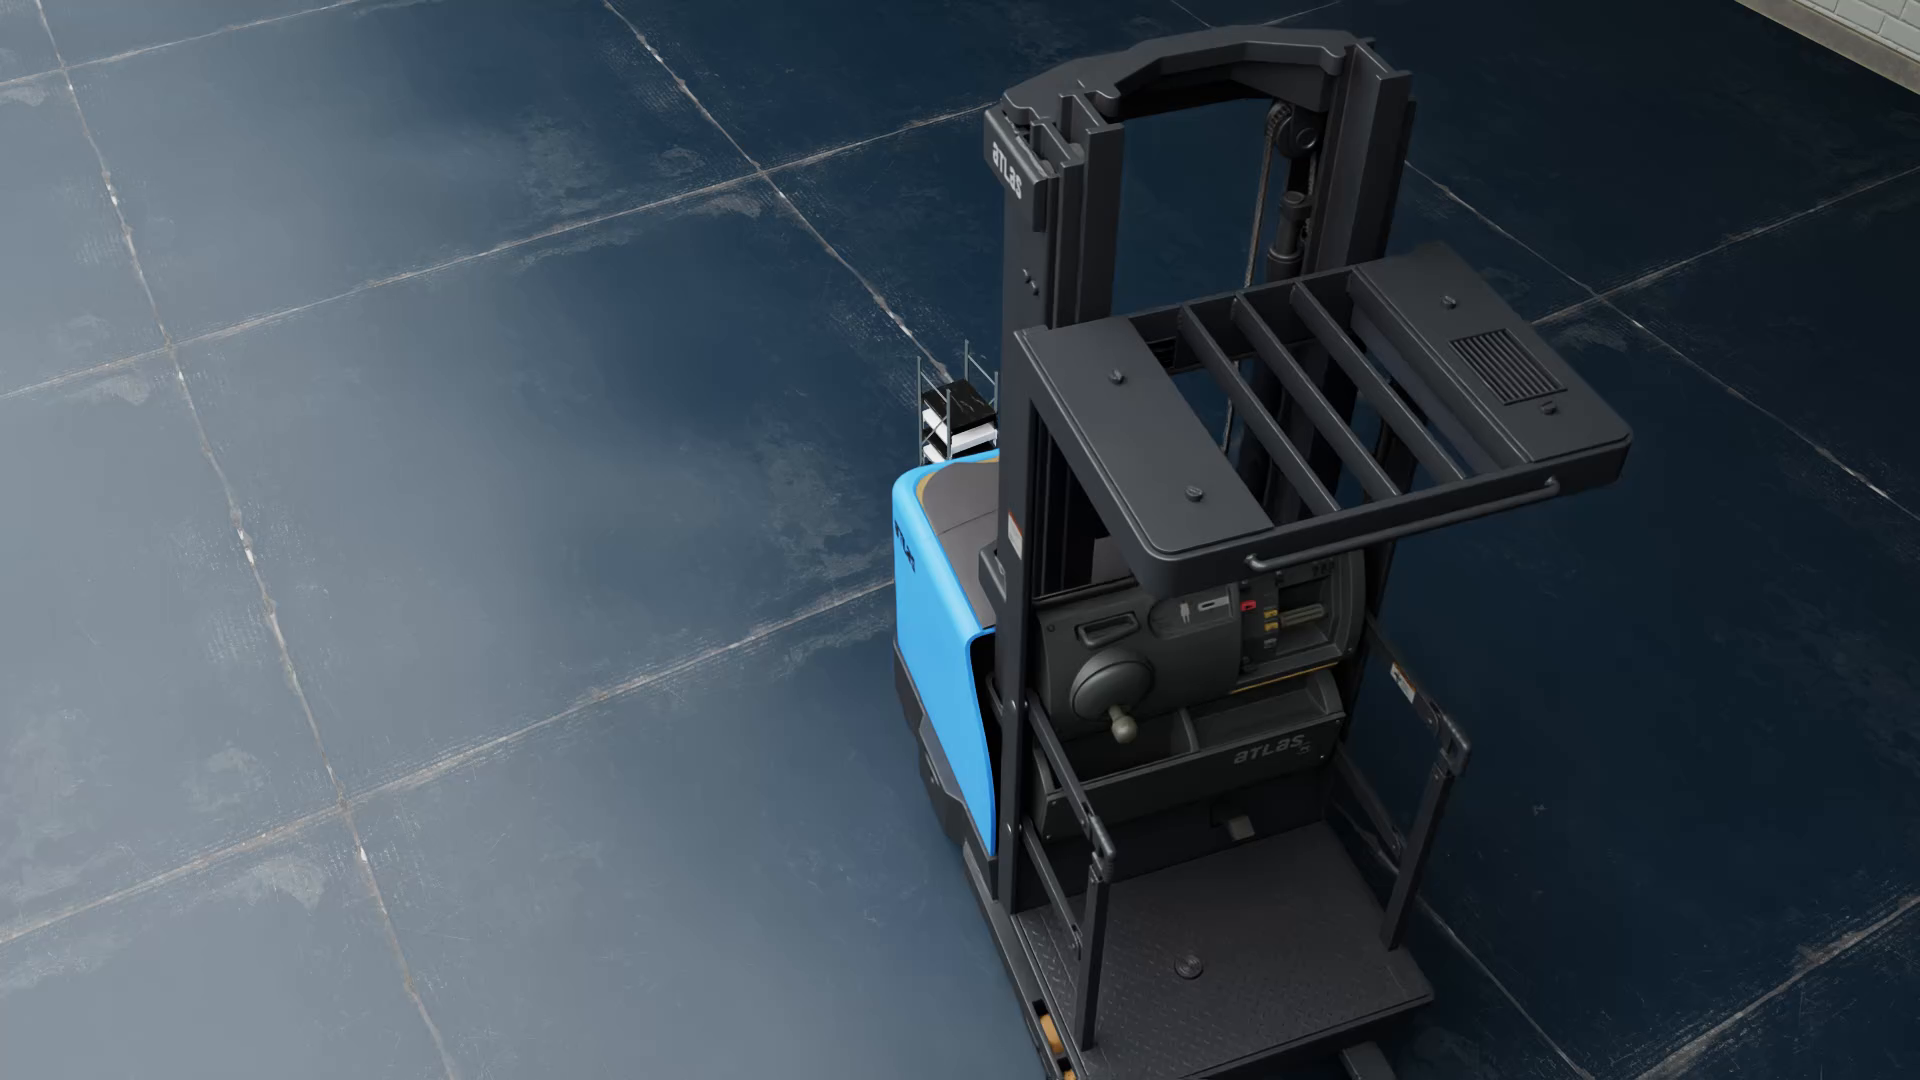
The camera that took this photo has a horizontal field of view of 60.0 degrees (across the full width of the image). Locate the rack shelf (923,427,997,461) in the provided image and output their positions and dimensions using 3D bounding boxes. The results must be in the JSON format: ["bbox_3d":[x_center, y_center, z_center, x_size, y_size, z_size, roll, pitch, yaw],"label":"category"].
[{"bbox_3d":[-0.007,-0.361,6.394,0.200,0.077,0.258,-22,48,-21],"label":"rack shelf"}]

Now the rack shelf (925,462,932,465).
[{"bbox_3d":[-0.007,-0.232,6.520,0.200,0.077,0.258,-22,48,-21],"label":"rack shelf"}]

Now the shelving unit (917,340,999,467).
[{"bbox_3d":[-0.007,-0.320,6.434,0.210,0.900,0.258,-22,48,-21],"label":"shelving unit"}]

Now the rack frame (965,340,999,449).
[{"bbox_3d":[0.081,-0.355,6.470,0.006,0.900,0.240,-22,48,-21],"label":"rack frame"}]

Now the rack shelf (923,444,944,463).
[{"bbox_3d":[-0.007,-0.296,6.457,0.200,0.077,0.258,-22,48,-21],"label":"rack shelf"}]

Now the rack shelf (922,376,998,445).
[{"bbox_3d":[-0.007,-0.490,6.269,0.200,0.077,0.258,-22,48,-21],"label":"rack shelf"}]

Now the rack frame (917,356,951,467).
[{"bbox_3d":[-0.095,-0.285,6.397,0.006,0.900,0.240,-22,48,-21],"label":"rack frame"}]

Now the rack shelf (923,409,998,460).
[{"bbox_3d":[-0.007,-0.425,6.332,0.200,0.077,0.258,-22,48,-21],"label":"rack shelf"}]

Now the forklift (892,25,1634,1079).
[{"bbox_3d":[0.729,0.355,4.280,1.130,2.935,3.031,-14,46,-14],"label":"forklift"}]
